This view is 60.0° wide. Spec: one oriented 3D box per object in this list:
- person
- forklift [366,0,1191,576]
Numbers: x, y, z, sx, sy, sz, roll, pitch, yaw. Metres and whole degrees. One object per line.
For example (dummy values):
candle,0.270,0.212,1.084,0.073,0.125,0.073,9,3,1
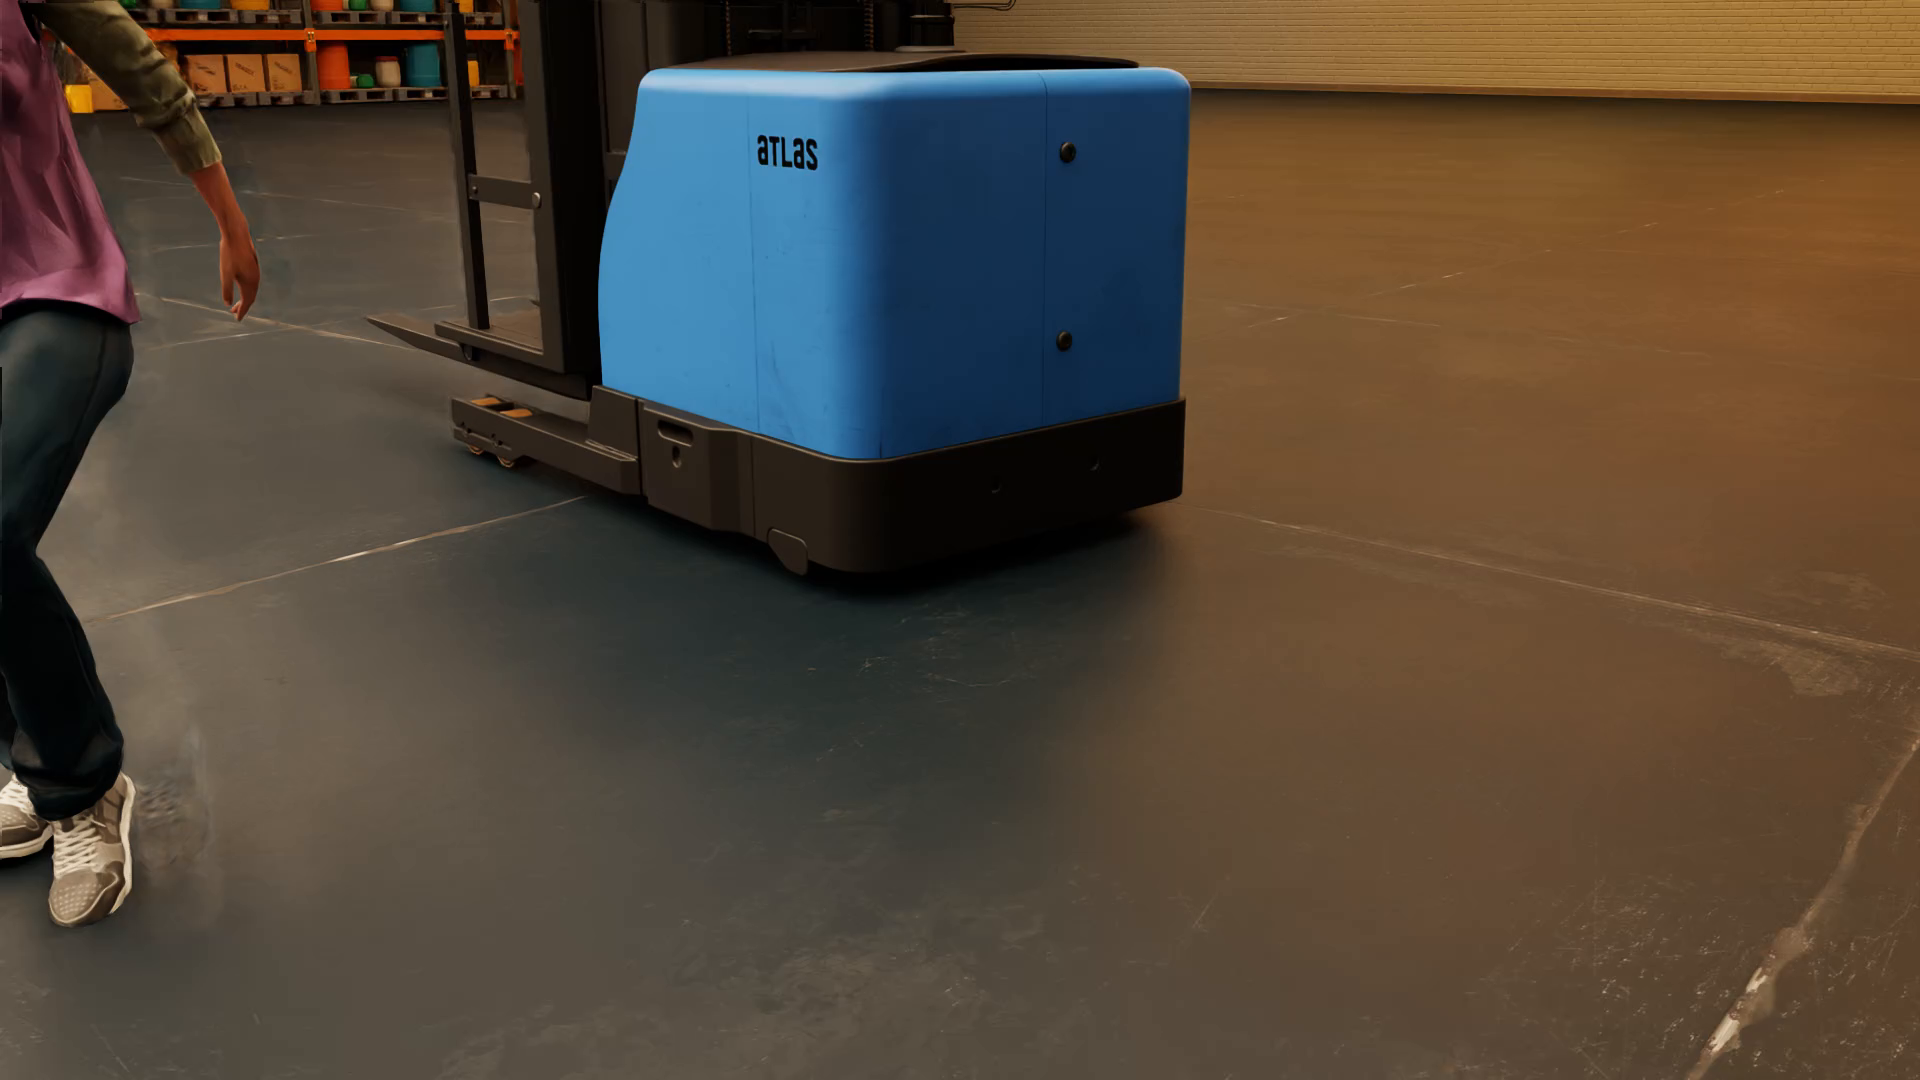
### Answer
person,-1.316,-0.257,2.215,0.549,1.564,0.671,0,17,0
forklift,-0.795,-1.684,4.445,1.130,2.935,3.031,-14,22,-39
